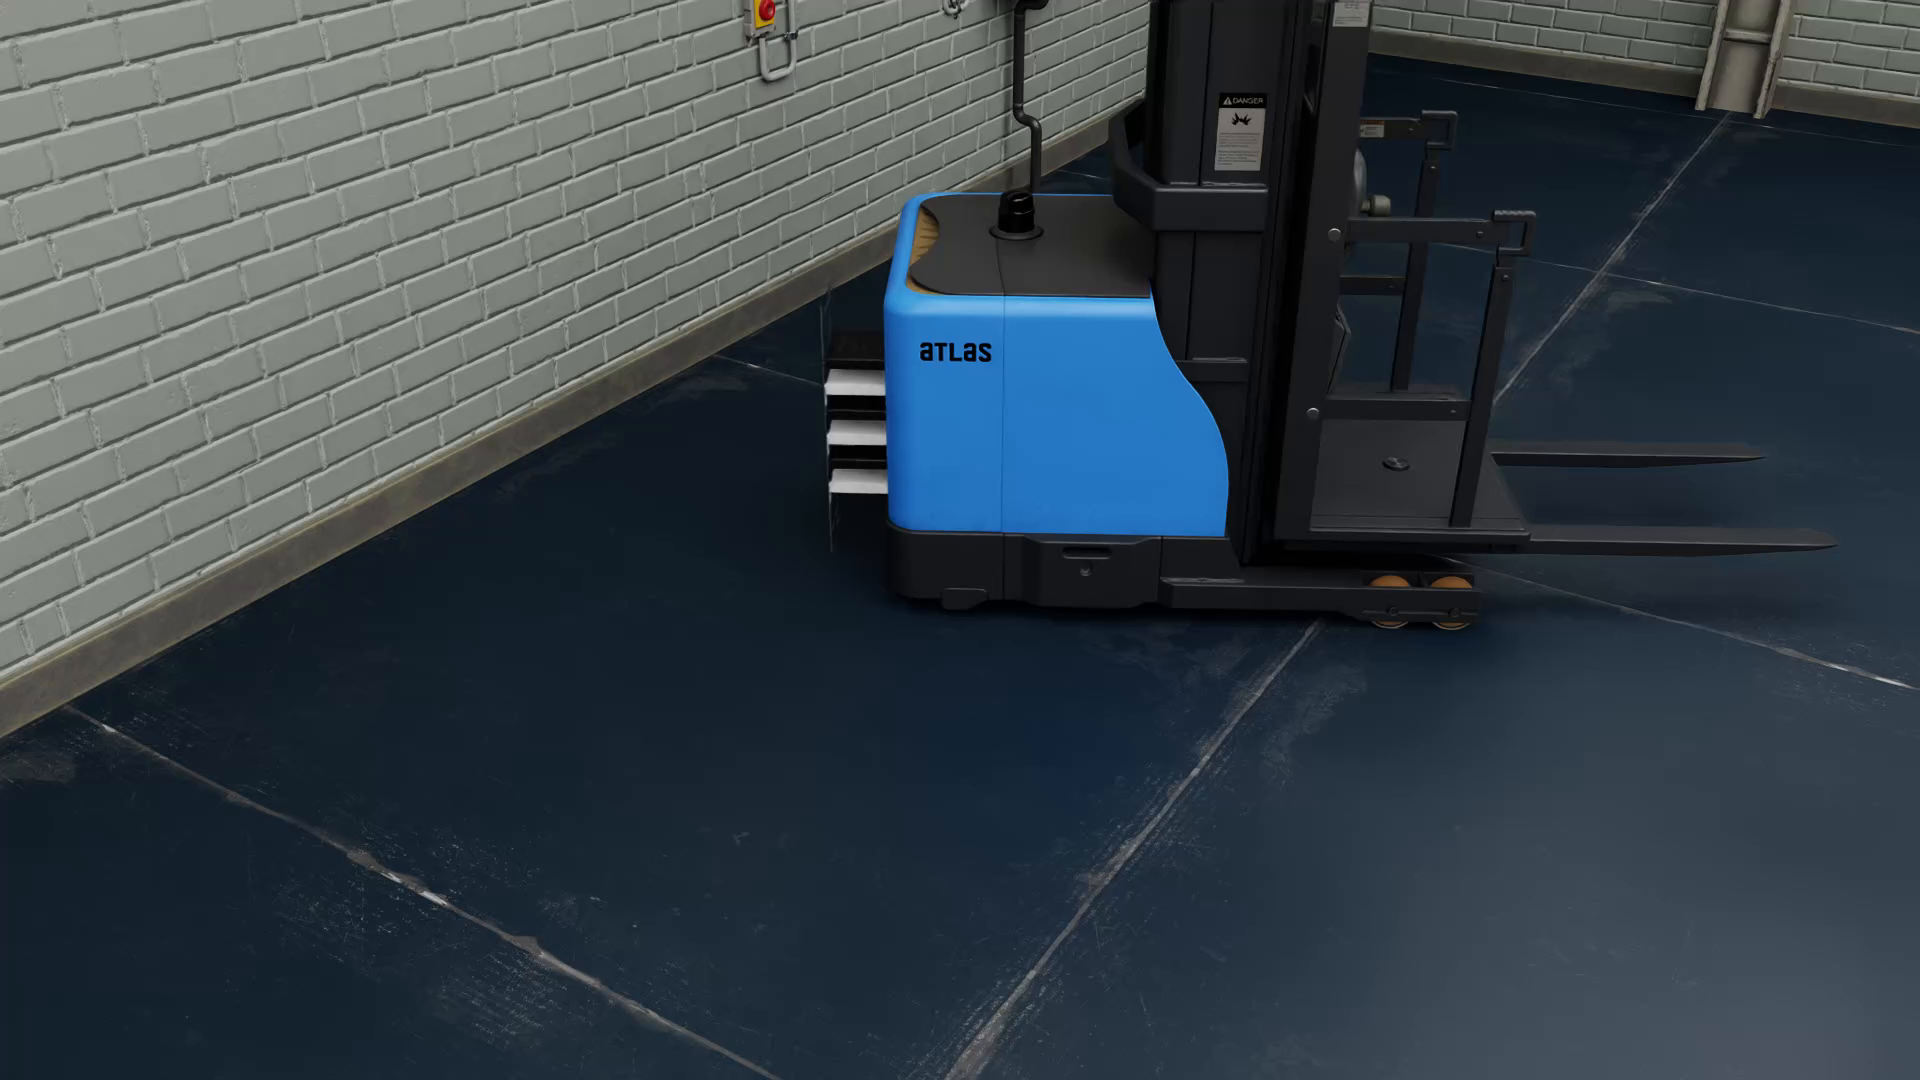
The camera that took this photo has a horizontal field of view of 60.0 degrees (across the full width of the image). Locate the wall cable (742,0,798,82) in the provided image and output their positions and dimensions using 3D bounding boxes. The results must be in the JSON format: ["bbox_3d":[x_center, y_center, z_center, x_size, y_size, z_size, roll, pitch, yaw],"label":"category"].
[{"bbox_3d":[-0.803,-2.715,6.387,0.123,1.953,0.585,18,35,27],"label":"wall cable"}]

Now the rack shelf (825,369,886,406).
[{"bbox_3d":[-0.331,-0.528,5.472,0.200,0.077,0.258,1,30,2],"label":"rack shelf"}]

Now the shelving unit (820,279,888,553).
[{"bbox_3d":[-0.331,-0.402,5.545,0.210,0.900,0.258,1,30,2],"label":"shelving unit"}]

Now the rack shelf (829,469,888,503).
[{"bbox_3d":[-0.331,-0.217,5.653,0.200,0.077,0.258,1,30,2],"label":"rack shelf"}]

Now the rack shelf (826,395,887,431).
[{"bbox_3d":[-0.331,-0.451,5.517,0.200,0.077,0.258,1,30,2],"label":"rack shelf"}]

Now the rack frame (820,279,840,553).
[{"bbox_3d":[-0.433,-0.404,5.549,0.006,0.900,0.240,1,30,2],"label":"rack frame"}]

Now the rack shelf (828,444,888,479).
[{"bbox_3d":[-0.331,-0.295,5.608,0.200,0.077,0.258,1,30,2],"label":"rack shelf"}]

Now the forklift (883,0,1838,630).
[{"bbox_3d":[1.291,-1.256,4.994,3.031,2.935,1.130,1,30,2],"label":"forklift"}]

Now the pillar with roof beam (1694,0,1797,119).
[{"bbox_3d":[2.528,-4.742,4.948,0.400,9.000,9.100,18,35,27],"label":"pillar with roof beam"}]

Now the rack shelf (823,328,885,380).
[{"bbox_3d":[-0.331,-0.606,5.426,0.200,0.077,0.258,1,30,2],"label":"rack shelf"}]

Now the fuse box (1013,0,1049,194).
[{"bbox_3d":[0.437,-2.563,8.446,0.414,1.711,0.539,18,35,27],"label":"fuse box"}]

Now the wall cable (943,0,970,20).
[{"bbox_3d":[-0.059,-3.310,7.438,0.122,1.984,0.588,18,35,27],"label":"wall cable"}]

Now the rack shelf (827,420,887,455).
[{"bbox_3d":[-0.331,-0.373,5.562,0.200,0.077,0.258,1,30,2],"label":"rack shelf"}]
